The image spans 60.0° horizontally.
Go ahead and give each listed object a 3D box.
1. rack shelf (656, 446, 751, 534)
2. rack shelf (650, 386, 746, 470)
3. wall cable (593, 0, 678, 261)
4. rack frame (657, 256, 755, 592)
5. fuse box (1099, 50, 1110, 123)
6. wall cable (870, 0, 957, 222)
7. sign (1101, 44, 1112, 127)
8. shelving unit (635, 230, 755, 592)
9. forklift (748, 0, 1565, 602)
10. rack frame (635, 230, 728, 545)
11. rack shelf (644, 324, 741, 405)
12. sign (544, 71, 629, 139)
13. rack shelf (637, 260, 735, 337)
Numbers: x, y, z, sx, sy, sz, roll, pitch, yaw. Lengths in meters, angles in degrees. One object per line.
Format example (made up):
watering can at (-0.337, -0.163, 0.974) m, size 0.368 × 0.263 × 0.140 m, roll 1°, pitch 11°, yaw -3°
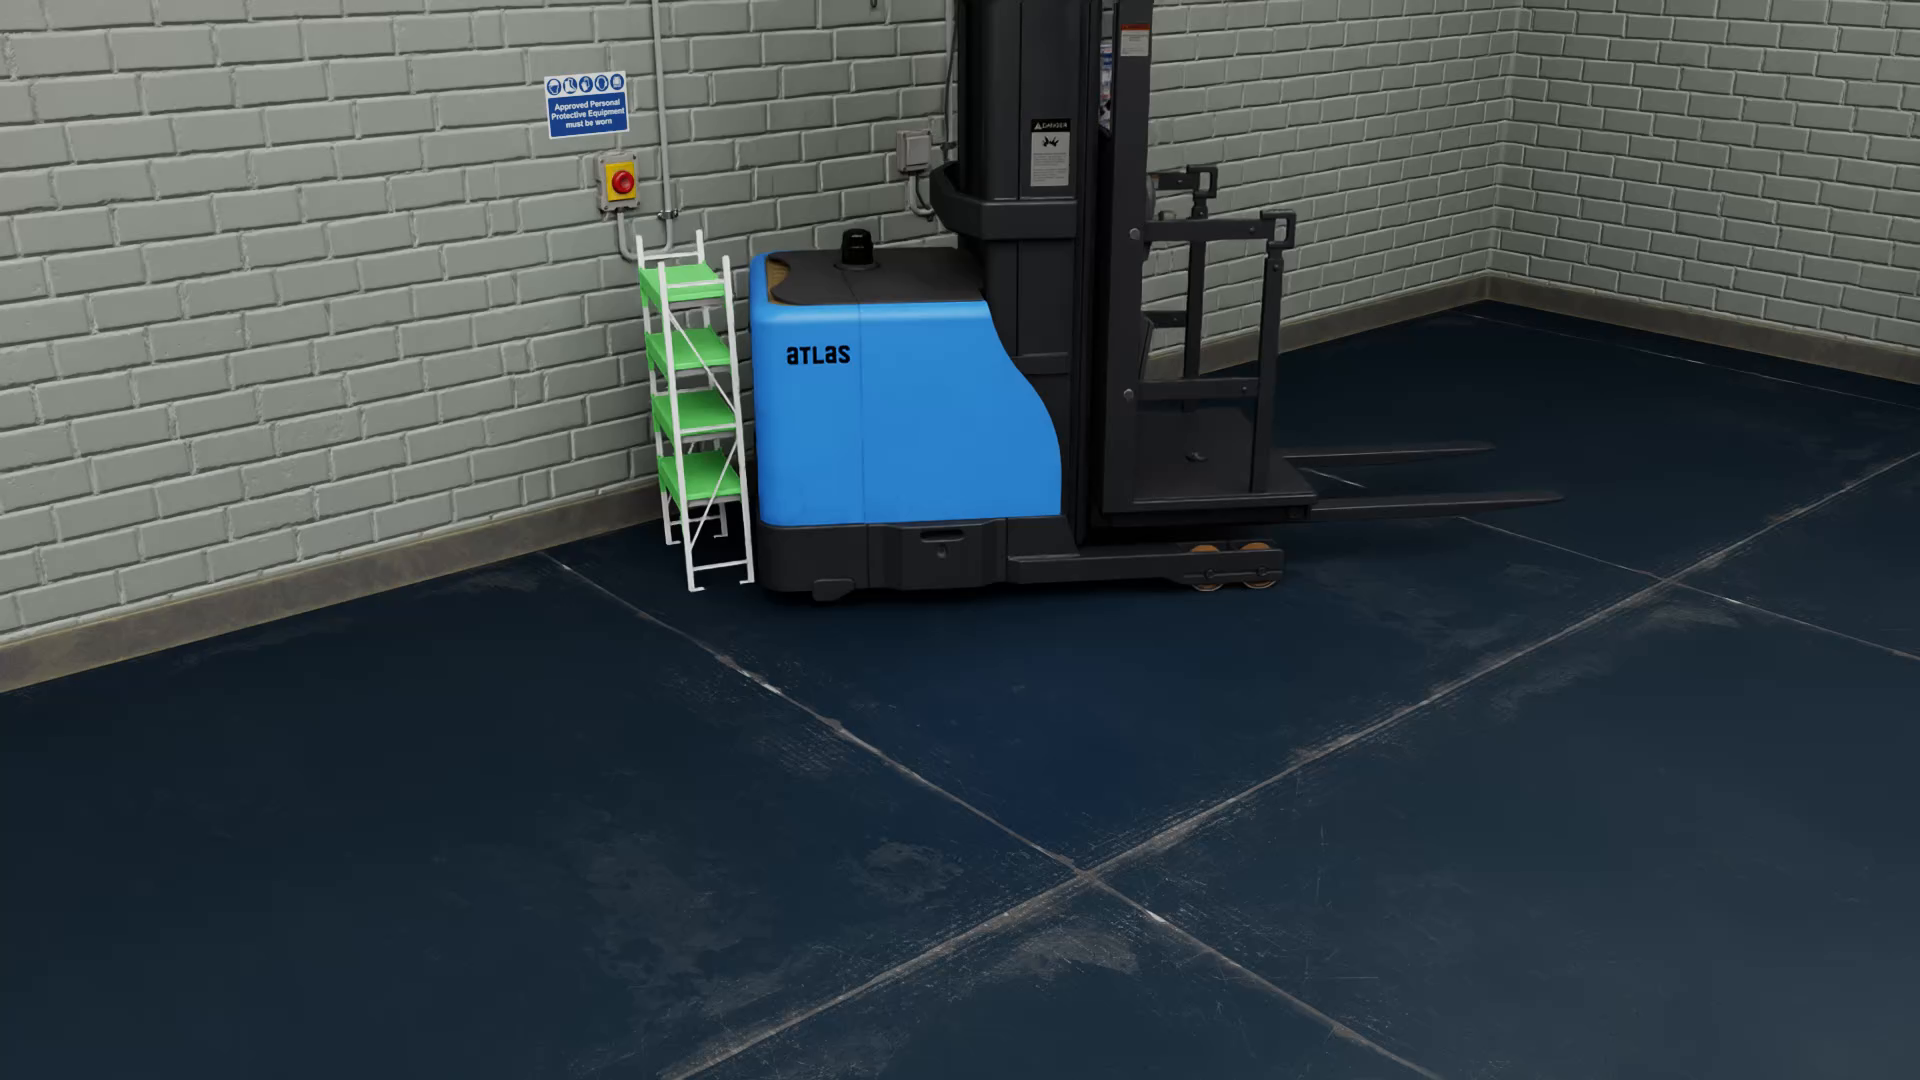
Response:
rack shelf at (-0.952, -0.190, 6.147) m, size 0.258 × 0.148 × 0.480 m, roll -9°, pitch 23°, yaw -17°
rack shelf at (-0.959, -0.413, 6.058) m, size 0.258 × 0.148 × 0.480 m, roll -9°, pitch 23°, yaw -17°
wall cable at (-1.274, -1.936, 5.877) m, size 0.585 × 1.953 × 0.123 m, roll -17°, pitch 27°, yaw -37°
rack frame at (-0.881, -0.388, 5.819) m, size 0.240 × 1.200 × 0.015 m, roll -9°, pitch 23°, yaw -17°
fuse box at (0.412, -1.308, 7.477) m, size 0.539 × 1.711 × 0.414 m, roll -17°, pitch 27°, yaw -37°
wall cable at (-0.208, -2.262, 6.753) m, size 0.588 × 1.984 × 0.122 m, roll -17°, pitch 27°, yaw -37°
sign at (0.651, -2.038, 7.706) m, size 0.329 × 0.494 × 0.001 m, roll -17°, pitch 27°, yaw -37°
shelving unit at (-0.960, -0.472, 6.034) m, size 0.258 × 1.200 × 0.503 m, roll -9°, pitch 23°, yaw -17°
forklift at (0.741, -1.367, 5.956) m, size 3.031 × 2.935 × 1.130 m, roll -3°, pitch 22°, yaw -7°
rack frame at (-1.039, -0.556, 6.249) m, size 0.240 × 1.200 × 0.015 m, roll -9°, pitch 23°, yaw -17°
rack shelf at (-0.965, -0.635, 5.968) m, size 0.258 × 0.148 × 0.480 m, roll -9°, pitch 23°, yaw -17°
sign at (-1.351, -1.579, 6.033) m, size 0.327 × 0.218 × 0.001 m, roll -17°, pitch 27°, yaw -37°
rack shelf at (-0.971, -0.858, 5.879) m, size 0.258 × 0.148 × 0.480 m, roll -9°, pitch 23°, yaw -17°
